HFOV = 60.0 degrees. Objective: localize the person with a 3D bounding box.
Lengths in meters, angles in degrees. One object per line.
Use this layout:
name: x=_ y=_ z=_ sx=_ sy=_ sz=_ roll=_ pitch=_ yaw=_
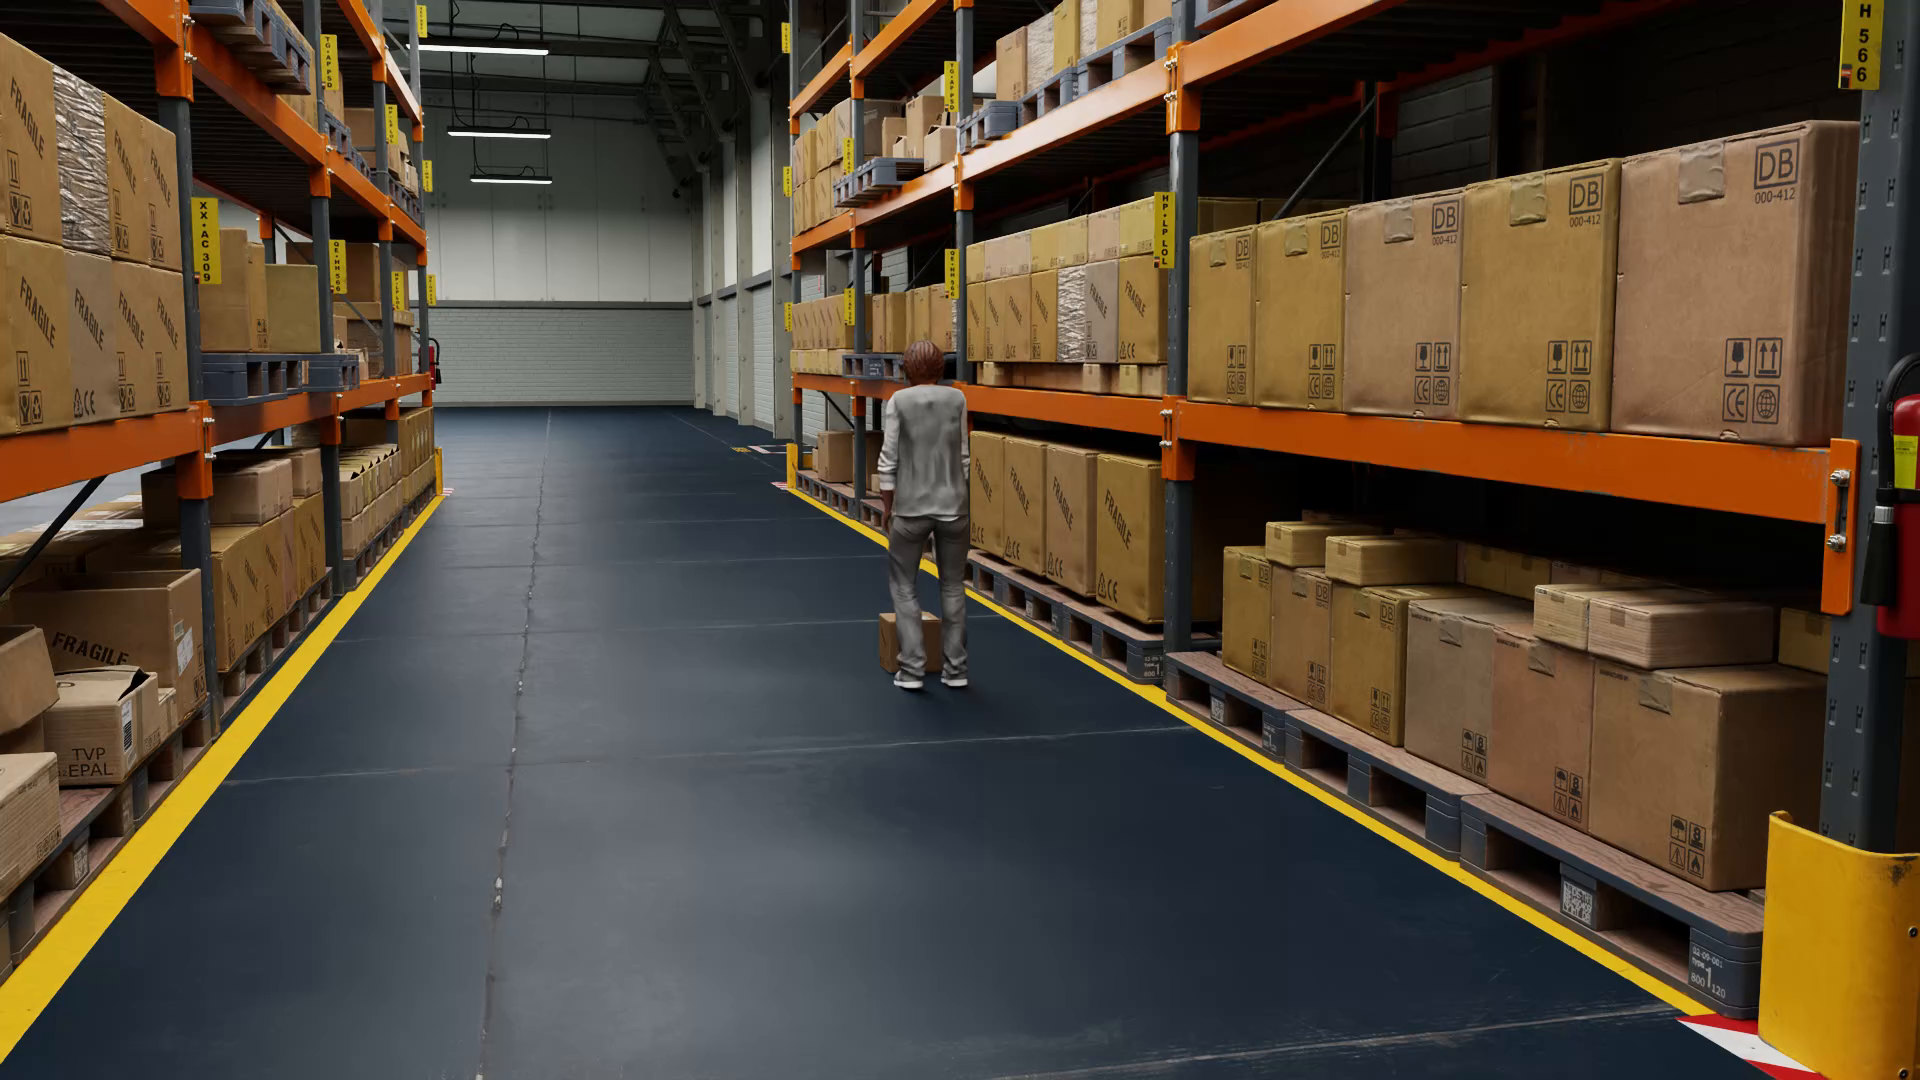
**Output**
person: x=-0.159 y=-0.099 z=7.494 sx=0.420 sy=1.556 sz=0.353 roll=-1 pitch=6 yaw=-12
